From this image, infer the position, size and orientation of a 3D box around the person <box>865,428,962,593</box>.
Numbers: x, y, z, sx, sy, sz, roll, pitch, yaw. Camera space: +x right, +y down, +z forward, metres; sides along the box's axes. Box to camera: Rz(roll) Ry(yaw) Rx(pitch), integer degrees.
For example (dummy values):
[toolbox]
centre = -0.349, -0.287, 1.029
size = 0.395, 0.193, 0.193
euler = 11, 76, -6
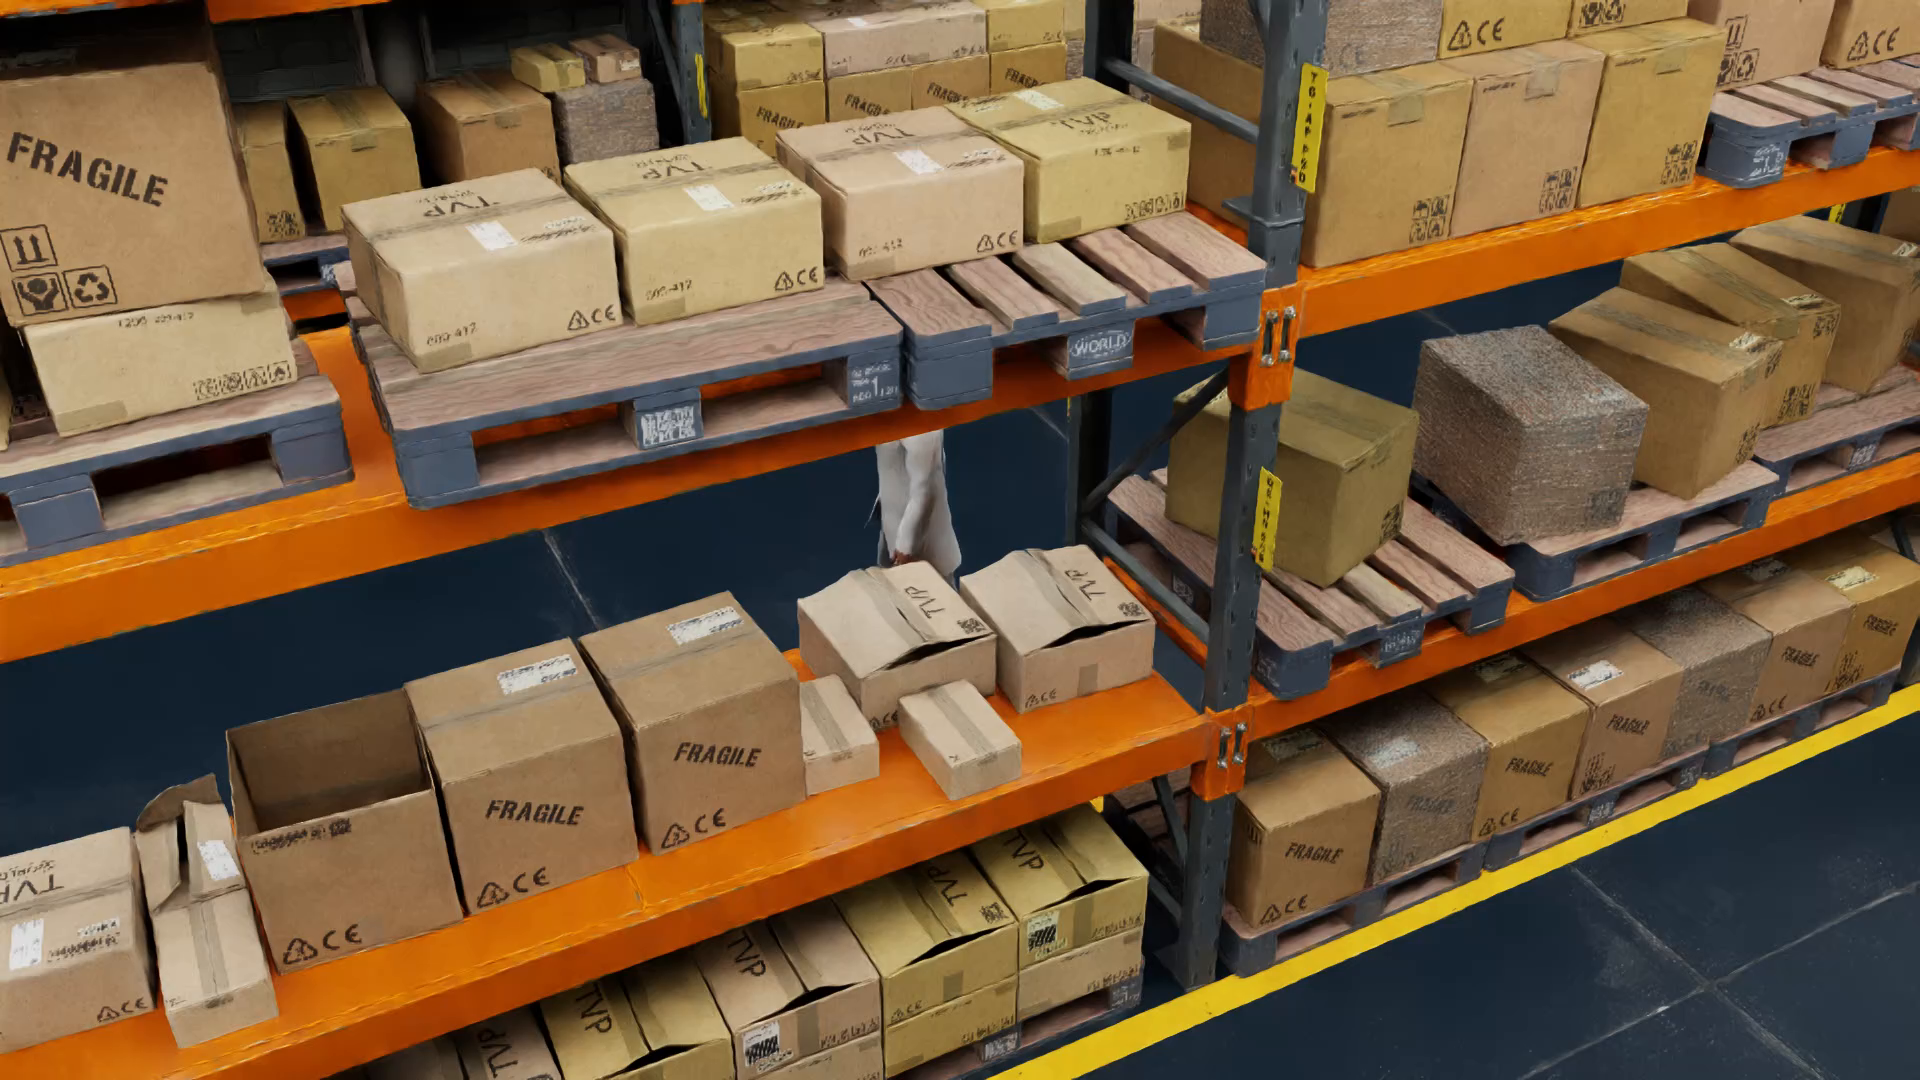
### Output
[person]
centre = -0.233, -0.127, 7.320
size = 0.693, 1.759, 0.736
euler = -2, 33, -3
